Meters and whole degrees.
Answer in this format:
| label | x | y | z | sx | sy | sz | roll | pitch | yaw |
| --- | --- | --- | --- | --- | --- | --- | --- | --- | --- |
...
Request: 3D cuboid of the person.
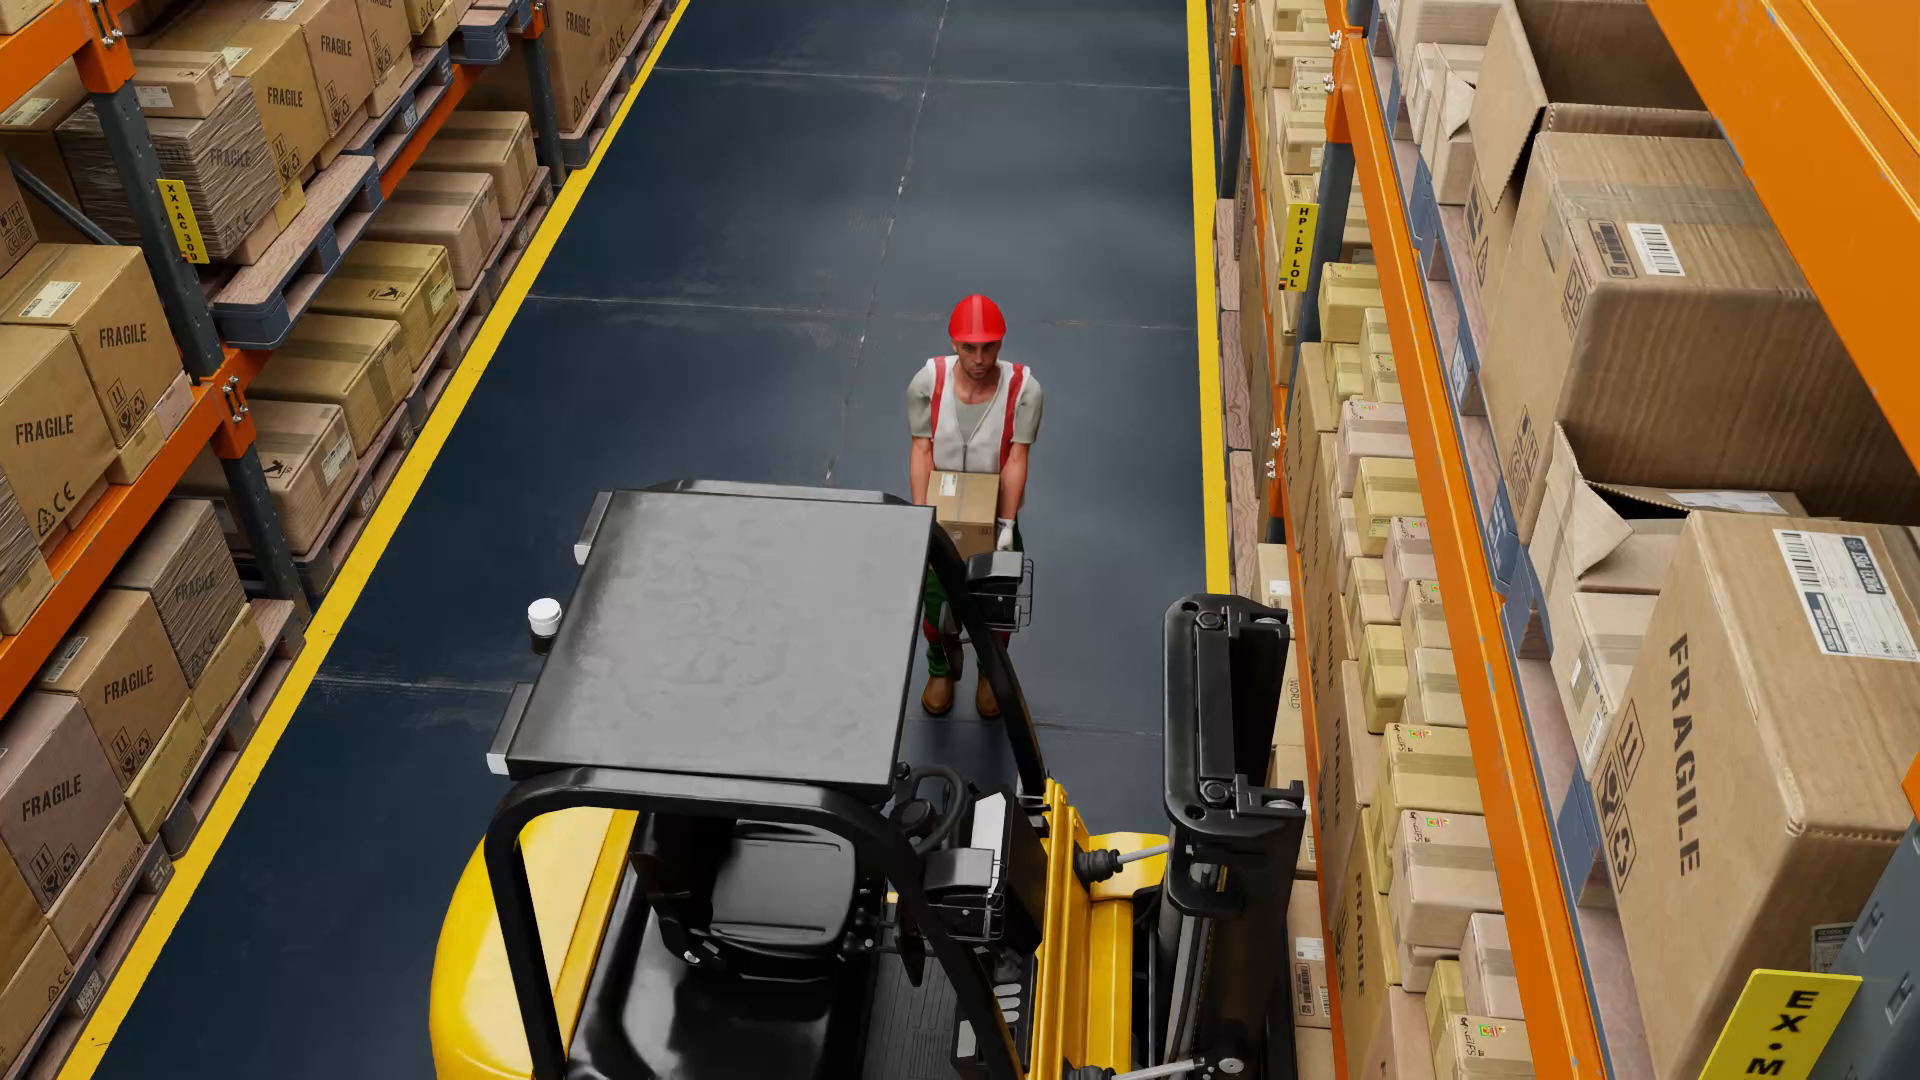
| label | x | y | z | sx | sy | sz | roll | pitch | yaw |
| --- | --- | --- | --- | --- | --- | --- | --- | --- | --- |
| person | 0.039 | -0.053 | 6.202 | 0.495 | 1.785 | 0.561 | 4 | 40 | 4 |
